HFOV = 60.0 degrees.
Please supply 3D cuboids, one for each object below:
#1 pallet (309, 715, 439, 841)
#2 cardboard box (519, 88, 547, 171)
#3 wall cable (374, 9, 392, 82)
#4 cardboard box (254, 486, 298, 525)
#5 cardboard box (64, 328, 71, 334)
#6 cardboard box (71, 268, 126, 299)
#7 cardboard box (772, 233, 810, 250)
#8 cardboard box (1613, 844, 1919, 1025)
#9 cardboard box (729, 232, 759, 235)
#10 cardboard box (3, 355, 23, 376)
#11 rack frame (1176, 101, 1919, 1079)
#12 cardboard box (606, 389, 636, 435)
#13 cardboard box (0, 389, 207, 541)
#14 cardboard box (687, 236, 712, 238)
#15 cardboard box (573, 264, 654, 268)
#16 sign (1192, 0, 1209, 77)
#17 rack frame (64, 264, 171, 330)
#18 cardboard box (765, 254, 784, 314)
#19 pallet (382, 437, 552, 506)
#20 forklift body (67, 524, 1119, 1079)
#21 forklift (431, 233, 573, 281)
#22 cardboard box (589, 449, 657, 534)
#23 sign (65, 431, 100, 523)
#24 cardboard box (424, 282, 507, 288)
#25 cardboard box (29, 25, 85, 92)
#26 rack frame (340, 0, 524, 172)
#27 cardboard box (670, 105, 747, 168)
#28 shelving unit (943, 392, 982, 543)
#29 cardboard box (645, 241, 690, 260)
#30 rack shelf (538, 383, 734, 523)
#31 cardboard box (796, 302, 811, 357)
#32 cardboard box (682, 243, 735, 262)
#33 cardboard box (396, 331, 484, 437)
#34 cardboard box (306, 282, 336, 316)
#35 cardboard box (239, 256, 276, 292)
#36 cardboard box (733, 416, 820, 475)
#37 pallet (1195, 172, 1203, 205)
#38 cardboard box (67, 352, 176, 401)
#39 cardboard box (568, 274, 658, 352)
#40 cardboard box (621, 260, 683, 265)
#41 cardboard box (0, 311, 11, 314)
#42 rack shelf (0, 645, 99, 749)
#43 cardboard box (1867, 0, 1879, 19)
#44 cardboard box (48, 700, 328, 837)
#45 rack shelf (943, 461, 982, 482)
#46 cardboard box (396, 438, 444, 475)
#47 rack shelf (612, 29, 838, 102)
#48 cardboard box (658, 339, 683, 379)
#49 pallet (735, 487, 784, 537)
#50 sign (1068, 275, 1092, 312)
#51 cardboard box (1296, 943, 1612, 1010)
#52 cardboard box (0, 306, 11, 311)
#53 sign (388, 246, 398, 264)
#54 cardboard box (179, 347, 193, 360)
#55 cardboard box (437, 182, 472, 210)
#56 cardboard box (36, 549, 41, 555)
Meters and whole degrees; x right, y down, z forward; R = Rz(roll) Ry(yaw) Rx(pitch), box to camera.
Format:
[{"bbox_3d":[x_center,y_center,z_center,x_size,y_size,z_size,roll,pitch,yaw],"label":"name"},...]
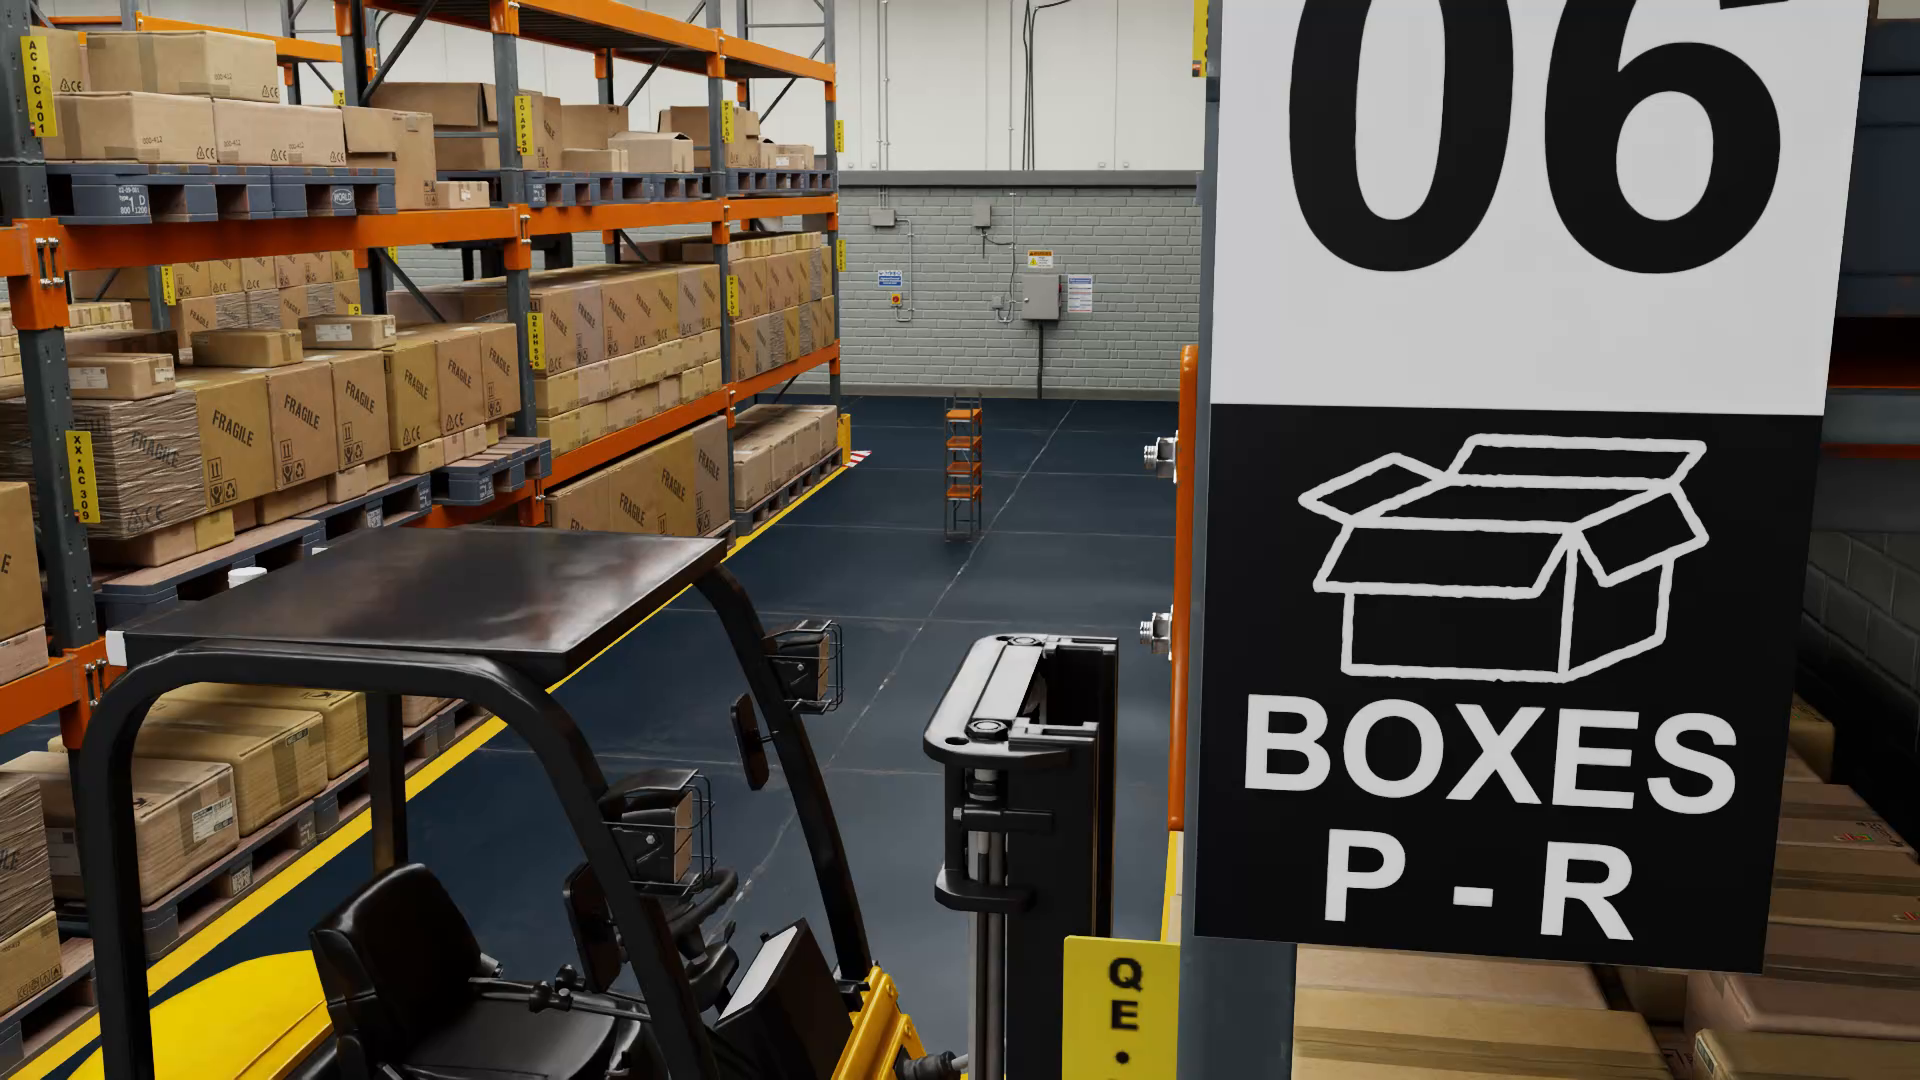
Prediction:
[{"bbox_3d":[-3.320,1.132,8.238,1.003,0.211,1.213,2,12,9],"label":"pallet"},{"bbox_3d":[-3.044,-2.579,10.488,0.700,0.500,0.500,1,12,6],"label":"cardboard box"},{"bbox_3d":[-7.295,-8.204,23.064,2.277,5.999,0.120,2,12,9],"label":"wall cable"},{"bbox_3d":[-3.130,-0.167,7.246,0.380,0.149,0.250,2,12,10],"label":"cardboard box"},{"bbox_3d":[-7.284,-1.594,13.162,0.380,0.149,0.250,1,12,7],"label":"cardboard box"},{"bbox_3d":[-7.495,-2.408,14.731,0.500,0.500,0.500,1,12,7],"label":"cardboard box"},{"bbox_3d":[-1.687,-2.924,16.292,0.380,0.149,0.250,2,12,10],"label":"cardboard box"},{"bbox_3d":[1.029,0.496,2.091,0.380,0.149,0.250,2,12,10],"label":"cardboard box"},{"bbox_3d":[-2.229,-2.994,16.618,0.380,0.149,0.250,2,12,10],"label":"cardboard box"},{"bbox_3d":[-7.363,-1.341,12.694,0.380,0.149,0.250,2,12,11],"label":"cardboard box"},{"bbox_3d":[0.666,1.179,1.404,1.000,3.000,0.127,2,12,9],"label":"rack frame"},{"bbox_3d":[-2.537,-0.883,11.329,0.500,0.250,0.500,2,12,11],"label":"cardboard box"},{"bbox_3d":[-3.268,-0.302,6.334,0.500,0.500,0.500,2,12,10],"label":"cardboard box"},{"bbox_3d":[-2.378,-2.724,15.363,0.380,0.149,0.250,2,12,9],"label":"cardboard box"},{"bbox_3d":[-2.745,-1.935,13.240,0.500,0.500,0.500,2,12,9],"label":"cardboard box"},{"bbox_3d":[0.744,-1.542,4.936,0.100,0.325,0.005,2,12,9],"label":"sign"},{"bbox_3d":[-7.300,-1.619,14.384,1.000,3.000,0.127,2,12,9],"label":"rack frame"},{"bbox_3d":[-1.907,-2.319,15.025,0.500,0.500,0.500,2,12,10],"label":"cardboard box"},{"bbox_3d":[-3.013,-0.401,9.189,1.213,0.211,1.003,2,12,9],"label":"pallet"},{"bbox_3d":[-0.845,1.140,3.599,2.313,2.155,1.214,2,12,9],"label":"forklift body"},{"bbox_3d":[-4.485,-2.019,16.403,1.130,2.935,3.031,3,13,14],"label":"forklift"},{"bbox_3d":[-2.679,-0.140,11.569,0.875,0.875,0.875,2,12,9],"label":"cardboard box"},{"bbox_3d":[-3.086,-0.221,5.845,0.100,0.325,0.005,2,12,9],"label":"sign"},{"bbox_3d":[-3.117,-1.407,10.793,0.500,0.500,0.500,2,12,10],"label":"cardboard box"},{"bbox_3d":[-3.660,-1.781,6.192,0.500,0.250,0.500,2,12,10],"label":"cardboard box"},{"bbox_3d":[-3.008,-3.579,9.242,1.000,3.000,0.127,2,12,9],"label":"rack frame"},{"bbox_3d":[-2.095,-3.364,13.893,0.500,0.500,0.500,2,12,10],"label":"cardboard box"},{"bbox_3d":[0.025,-0.621,14.027,0.258,1.200,0.503,2,12,9],"label":"shelving unit"},{"bbox_3d":[-2.512,-2.460,14.137,0.380,0.149,0.250,2,12,10],"label":"cardboard box"},{"bbox_3d":[-2.701,-0.711,11.881,1.077,0.370,4.000,2,12,9],"label":"rack shelf"},{"bbox_3d":[-1.752,-2.040,16.104,0.500,0.500,0.500,2,12,10],"label":"cardboard box"},{"bbox_3d":[-2.088,-2.391,13.819,0.380,0.149,0.250,2,12,8],"label":"cardboard box"},{"bbox_3d":[-2.872,-0.835,8.806,0.500,0.500,0.500,2,12,8],"label":"cardboard box"},{"bbox_3d":[-6.652,-2.331,16.745,0.500,0.500,0.500,2,12,9],"label":"cardboard box"},{"bbox_3d":[-6.817,-2.600,15.621,0.500,0.500,0.500,2,12,10],"label":"cardboard box"},{"bbox_3d":[-1.913,-0.933,16.289,0.875,0.438,0.875,2,12,10],"label":"cardboard box"},{"bbox_3d":[2.186,-2.344,11.077,1.213,0.211,1.003,2,12,9],"label":"pallet"},{"bbox_3d":[-3.202,-0.617,6.257,0.380,0.149,0.250,2,12,8],"label":"cardboard box"},{"bbox_3d":[-2.448,-1.595,11.662,0.500,0.500,0.500,2,12,10],"label":"cardboard box"},{"bbox_3d":[-2.594,-2.124,14.119,0.500,0.500,0.500,2,12,8],"label":"cardboard box"},{"bbox_3d":[-7.332,-1.687,12.887,0.380,0.149,0.250,1,12,7],"label":"cardboard box"},{"bbox_3d":[-3.931,0.954,4.154,1.077,0.370,4.000,2,12,9],"label":"rack shelf"},{"bbox_3d":[0.494,-0.691,1.486,0.500,0.500,0.500,2,12,11],"label":"cardboard box"},{"bbox_3d":[-3.438,1.006,7.444,0.950,0.372,0.625,3,12,12],"label":"cardboard box"},{"bbox_3d":[0.025,-0.555,14.041,0.258,0.148,0.480,2,12,9],"label":"rack shelf"},{"bbox_3d":[-2.866,-0.431,8.474,0.380,0.149,0.250,2,12,10],"label":"cardboard box"},{"bbox_3d":[-2.086,-4.281,15.155,1.077,0.370,4.000,2,12,9],"label":"rack shelf"},{"bbox_3d":[-2.364,-1.338,12.253,0.500,0.250,0.500,2,12,10],"label":"cardboard box"},{"bbox_3d":[-2.199,-0.272,14.754,1.003,0.211,1.213,2,12,9],"label":"pallet"},{"bbox_3d":[1.639,-3.369,22.730,0.329,0.494,0.001,2,12,9],"label":"sign"},{"bbox_3d":[0.520,0.534,1.914,0.380,0.149,0.250,2,12,9],"label":"cardboard box"},{"bbox_3d":[-7.894,-1.813,13.475,0.380,0.149,0.250,2,12,9],"label":"cardboard box"},{"bbox_3d":[-6.139,-3.150,17.990,0.100,0.325,0.005,2,12,9],"label":"sign"},{"bbox_3d":[-3.539,-0.637,7.887,0.500,0.500,0.500,1,12,7],"label":"cardboard box"},{"bbox_3d":[-2.880,-1.866,9.007,0.380,0.149,0.250,2,12,9],"label":"cardboard box"},{"bbox_3d":[-3.817,-0.012,6.531,0.380,0.149,0.250,2,12,9],"label":"cardboard box"}]
